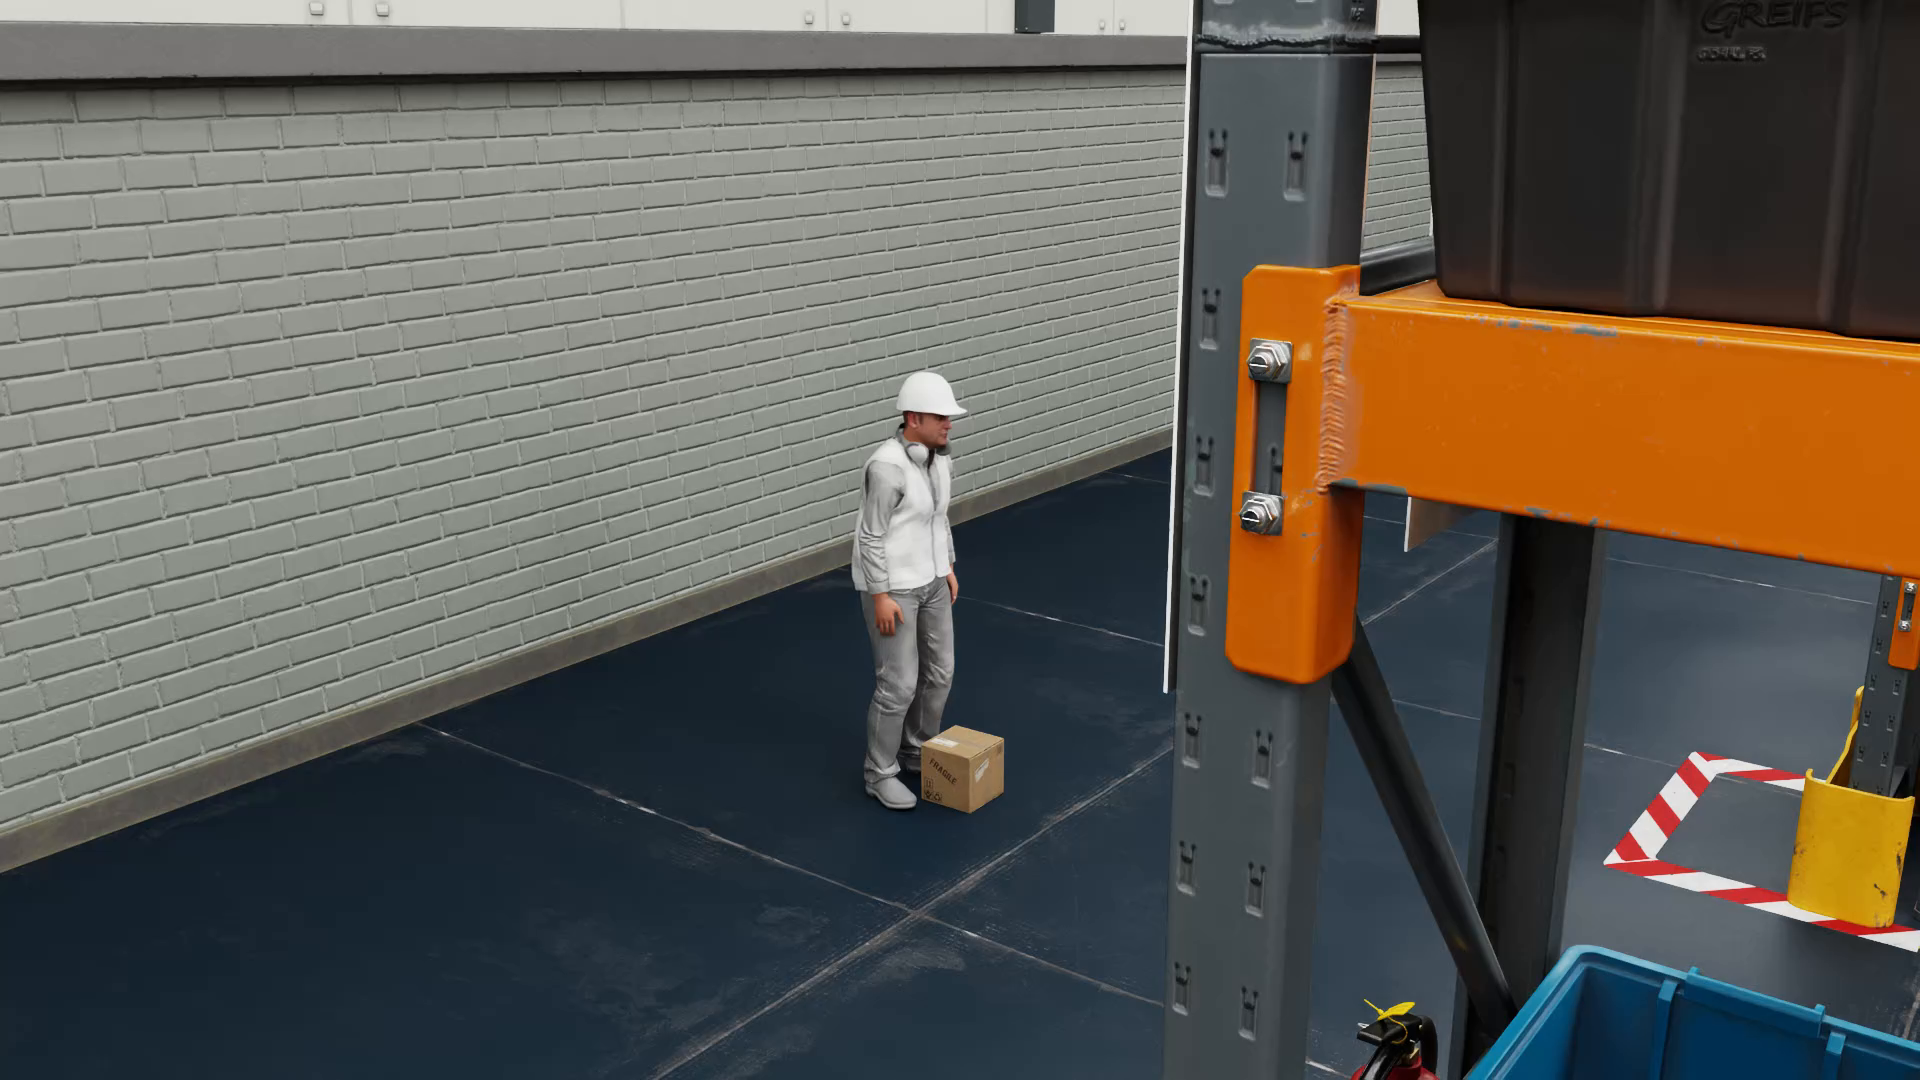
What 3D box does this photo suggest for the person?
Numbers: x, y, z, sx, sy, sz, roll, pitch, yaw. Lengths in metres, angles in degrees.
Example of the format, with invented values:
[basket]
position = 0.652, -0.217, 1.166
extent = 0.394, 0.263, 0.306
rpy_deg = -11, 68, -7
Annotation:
[person]
position = -0.199, 0.181, 6.876
extent = 0.464, 1.771, 0.593
rpy_deg = 10, 19, 32
